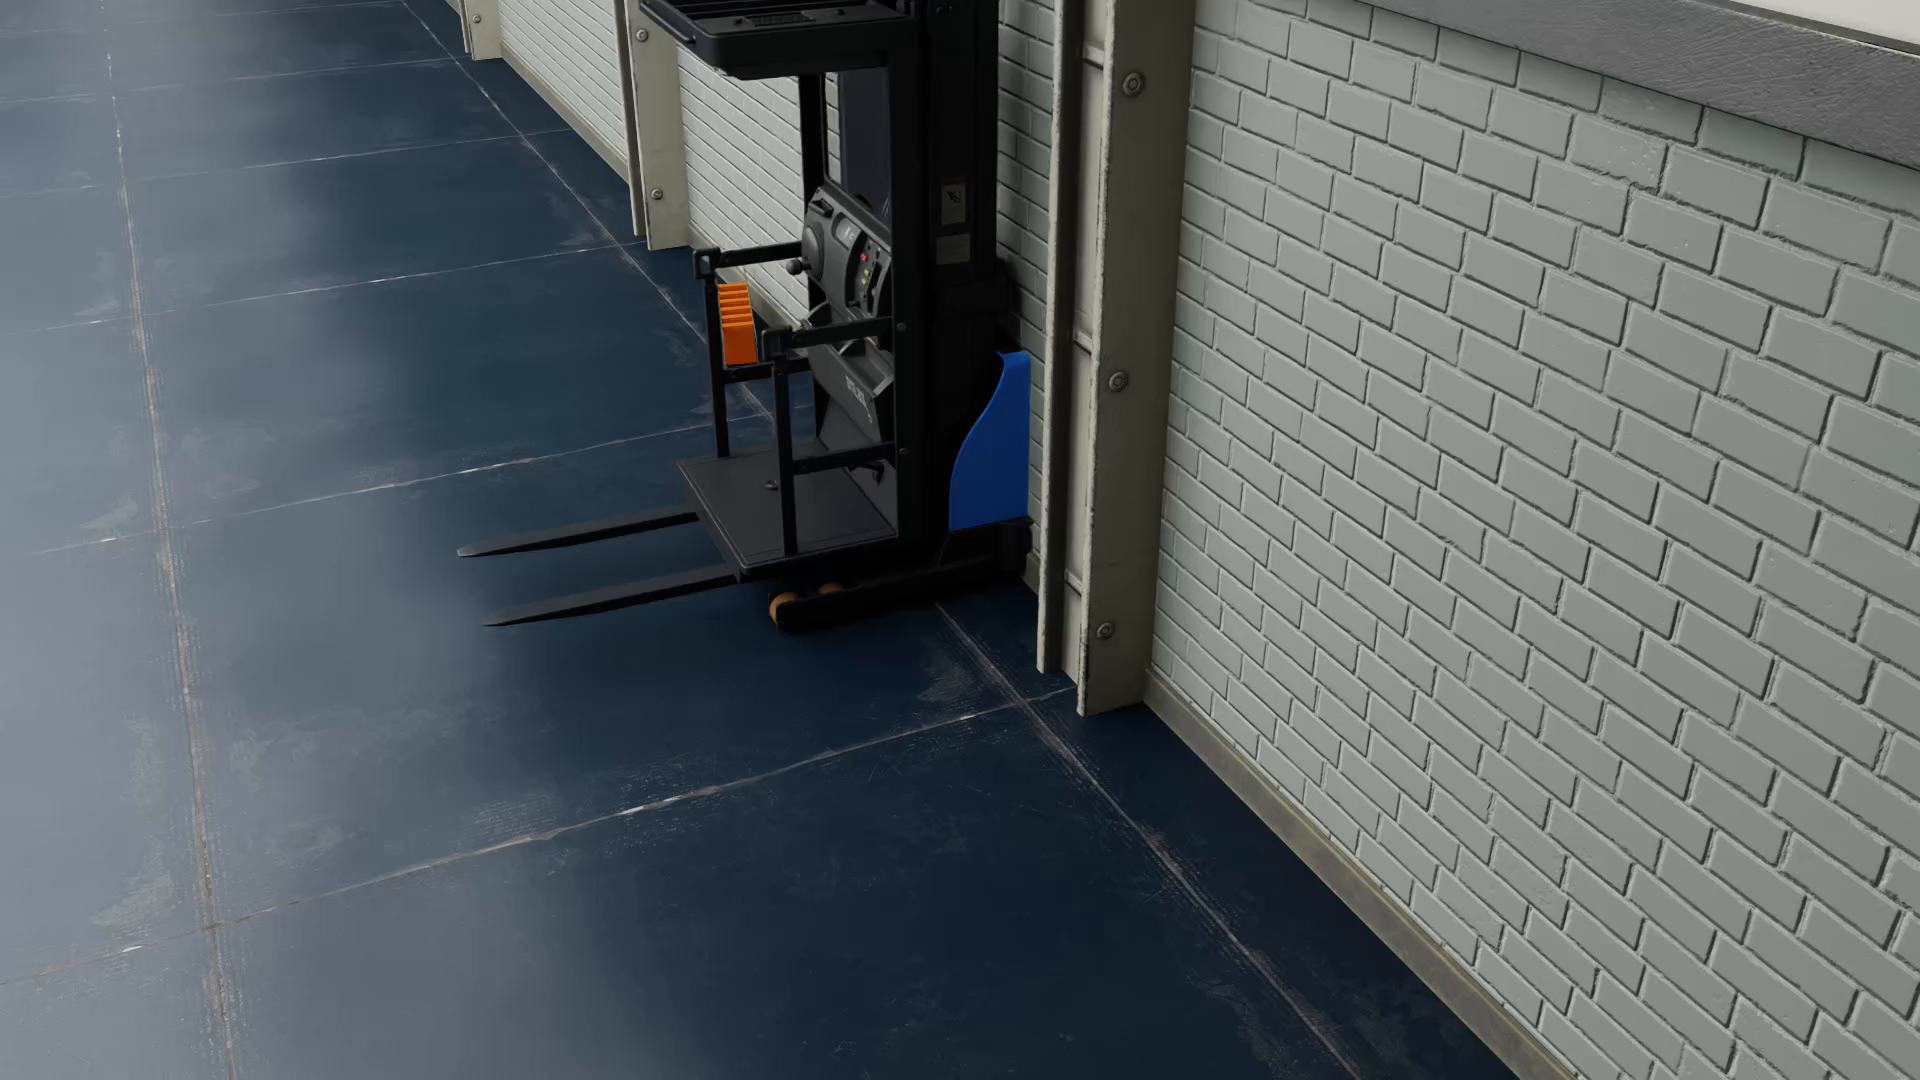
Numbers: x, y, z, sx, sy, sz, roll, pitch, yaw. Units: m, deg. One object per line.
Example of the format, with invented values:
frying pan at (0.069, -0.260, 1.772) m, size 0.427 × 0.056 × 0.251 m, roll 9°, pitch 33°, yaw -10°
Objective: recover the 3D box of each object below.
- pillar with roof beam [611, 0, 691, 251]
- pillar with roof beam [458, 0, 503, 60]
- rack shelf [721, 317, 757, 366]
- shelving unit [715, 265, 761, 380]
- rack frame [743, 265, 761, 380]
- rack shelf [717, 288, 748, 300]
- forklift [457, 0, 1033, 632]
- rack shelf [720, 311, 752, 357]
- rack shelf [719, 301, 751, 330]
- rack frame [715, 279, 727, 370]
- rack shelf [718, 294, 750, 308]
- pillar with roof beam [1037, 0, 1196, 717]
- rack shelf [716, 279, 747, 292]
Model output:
pillar with roof beam at (-5.928, -5.096, 7.638) m, size 9.100 × 9.000 × 0.400 m, roll -13°, pitch 32°, yaw -22°
pillar with roof beam at (-8.504, -7.747, 12.364) m, size 9.100 × 9.000 × 0.400 m, roll -13°, pitch 32°, yaw -22°
rack shelf at (-1.261, -1.131, 9.495) m, size 0.180 × 0.258 × 0.103 m, roll -6°, pitch 31°, yaw -8°
shelving unit at (-1.315, -1.289, 9.763) m, size 0.189 × 0.258 × 1.200 m, roll -6°, pitch 31°, yaw -8°
rack frame at (-1.225, -1.298, 9.776) m, size 0.006 × 0.240 × 1.200 m, roll -6°, pitch 31°, yaw -8°
rack shelf at (-1.344, -1.371, 9.903) m, size 0.180 × 0.258 × 0.103 m, roll -6°, pitch 31°, yaw -8°
forklift at (-0.661, -1.184, 6.865) m, size 3.031 × 2.935 × 1.130 m, roll -12°, pitch 31°, yaw -20°
rack shelf at (-1.282, -1.191, 9.597) m, size 0.180 × 0.258 × 0.103 m, roll -6°, pitch 31°, yaw -8°
rack shelf at (-1.302, -1.251, 9.699) m, size 0.180 × 0.258 × 0.103 m, roll -6°, pitch 31°, yaw -8°
rack frame at (-1.406, -1.279, 9.750) m, size 0.006 × 0.240 × 1.200 m, roll -6°, pitch 31°, yaw -8°
rack shelf at (-1.323, -1.311, 9.801) m, size 0.180 × 0.258 × 0.103 m, roll -6°, pitch 31°, yaw -8°
pillar with roof beam at (-3.352, -2.446, 2.911) m, size 9.100 × 9.000 × 0.400 m, roll -13°, pitch 32°, yaw -22°
rack shelf at (-1.365, -1.431, 10.004) m, size 0.180 × 0.258 × 0.103 m, roll -6°, pitch 31°, yaw -8°
